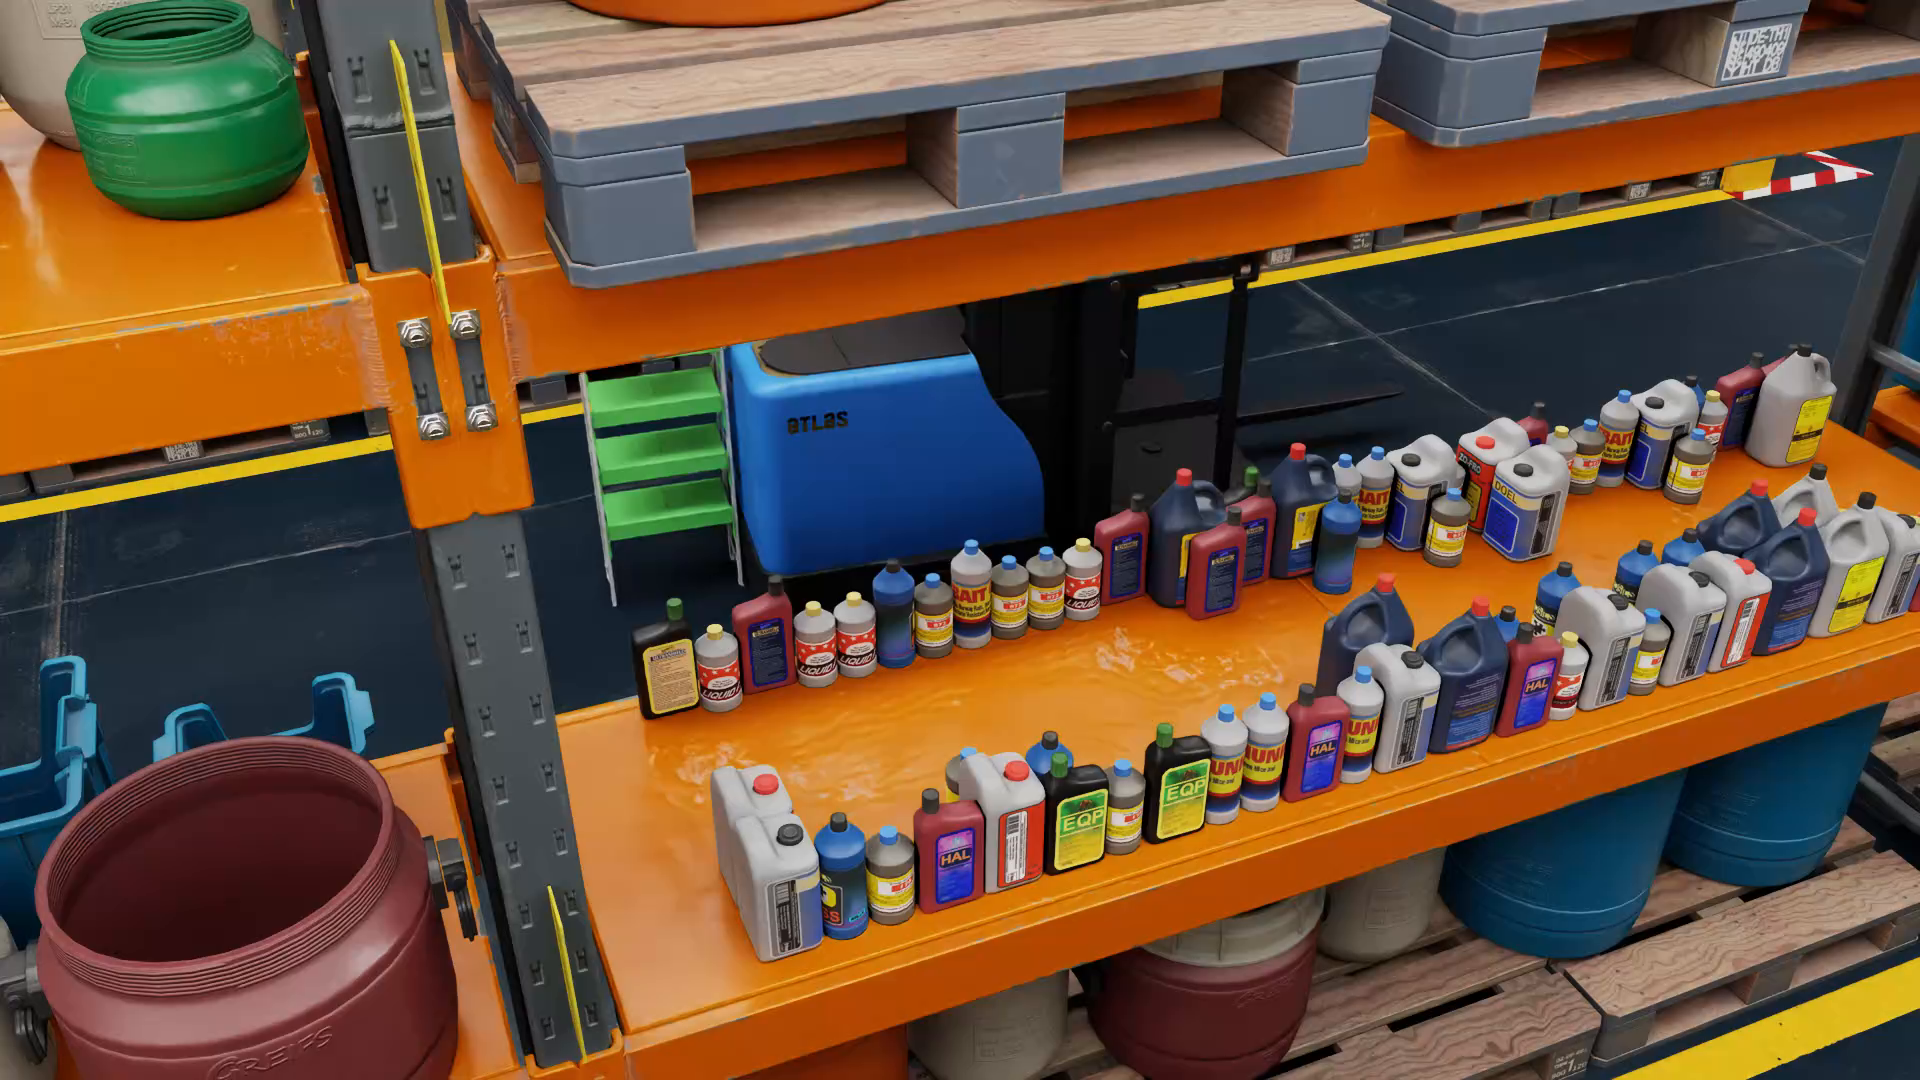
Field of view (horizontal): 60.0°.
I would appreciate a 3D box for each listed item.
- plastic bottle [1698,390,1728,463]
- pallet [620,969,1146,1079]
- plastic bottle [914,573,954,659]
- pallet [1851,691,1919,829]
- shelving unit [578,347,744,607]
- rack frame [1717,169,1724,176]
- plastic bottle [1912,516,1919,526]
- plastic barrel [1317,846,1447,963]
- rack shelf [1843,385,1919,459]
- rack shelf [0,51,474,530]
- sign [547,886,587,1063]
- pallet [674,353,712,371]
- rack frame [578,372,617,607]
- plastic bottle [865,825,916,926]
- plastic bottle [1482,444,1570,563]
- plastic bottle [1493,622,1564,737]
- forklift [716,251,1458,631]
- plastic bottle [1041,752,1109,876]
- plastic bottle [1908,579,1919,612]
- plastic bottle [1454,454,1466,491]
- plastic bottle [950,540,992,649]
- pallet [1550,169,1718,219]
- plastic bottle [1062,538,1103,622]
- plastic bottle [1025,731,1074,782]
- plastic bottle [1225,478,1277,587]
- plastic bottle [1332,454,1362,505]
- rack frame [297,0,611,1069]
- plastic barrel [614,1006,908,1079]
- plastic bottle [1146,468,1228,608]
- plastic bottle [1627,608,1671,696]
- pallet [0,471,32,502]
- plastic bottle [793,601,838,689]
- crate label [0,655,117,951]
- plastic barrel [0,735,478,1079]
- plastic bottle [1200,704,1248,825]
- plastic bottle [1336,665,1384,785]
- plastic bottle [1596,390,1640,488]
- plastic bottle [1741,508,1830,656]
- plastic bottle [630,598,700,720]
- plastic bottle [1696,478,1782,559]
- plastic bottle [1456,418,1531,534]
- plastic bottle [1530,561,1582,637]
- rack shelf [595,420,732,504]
[{"bbox_3d":[2.096,-0.324,4.679,0.097,0.201,0.097,0,33,0],"label":"plastic bottle"},{"bbox_3d":[-0.156,1.494,4.260,1.213,0.211,1.003,-13,35,-19],"label":"pallet"},{"bbox_3d":[-0.063,0.171,3.919,0.097,0.201,0.097,0,33,0],"label":"plastic bottle"},{"bbox_3d":[3.484,0.663,5.538,1.213,0.211,1.003,-13,35,-19],"label":"pallet"},{"bbox_3d":[-1.118,-0.348,6.185,0.503,1.200,0.258,-9,34,-14],"label":"shelving unit"},{"bbox_3d":[4.595,-3.668,9.636,0.127,3.000,1.000,-13,35,-19],"label":"rack frame"},{"bbox_3d":[2.340,0.033,4.130,0.097,0.201,0.097,0,33,0],"label":"plastic bottle"},{"bbox_3d":[1.105,0.865,4.566,0.421,0.512,0.421,0,33,0],"label":"plastic barrel"},{"bbox_3d":[4.665,-0.452,5.354,4.000,0.370,1.077,-13,35,-19],"label":"rack shelf"},{"bbox_3d":[-2.711,-0.020,1.940,4.000,0.370,1.077,-13,35,-19],"label":"rack shelf"},{"bbox_3d":[-0.647,0.720,2.744,0.005,0.325,0.100,-13,35,-19],"label":"sign"},{"bbox_3d":[-0.955,-1.204,8.407,1.213,0.211,1.003,-13,35,-19],"label":"pallet"},{"bbox_3d":[-1.352,-0.311,6.127,0.015,1.200,0.240,-9,34,-14],"label":"rack frame"},{"bbox_3d":[-0.135,0.636,3.204,0.097,0.201,0.097,0,33,0],"label":"plastic bottle"},{"bbox_3d":[1.452,-0.101,4.269,0.135,0.276,0.152,-13,35,-19],"label":"plastic bottle"},{"bbox_3d":[1.248,0.296,3.652,0.133,0.283,0.061,-13,35,-19],"label":"plastic bottle"},{"bbox_3d":[0.602,-1.325,6.099,3.031,2.935,1.130,-9,34,-14],"label":"forklift"},{"bbox_3d":[0.225,0.530,3.292,0.133,0.283,0.061,-13,35,-19],"label":"plastic bottle"},{"bbox_3d":[2.388,0.035,4.053,0.133,0.283,0.061,-13,35,-19],"label":"plastic bottle"},{"bbox_3d":[1.276,-0.136,4.391,0.097,0.201,0.097,0,33,0],"label":"plastic bottle"},{"bbox_3d":[0.026,0.121,3.932,0.097,0.271,0.097,0,33,0],"label":"plastic bottle"},{"bbox_3d":[3.791,-2.314,10.113,1.213,0.211,1.003,-13,35,-19],"label":"pallet"},{"bbox_3d":[0.296,0.089,4.046,0.097,0.201,0.097,0,33,0],"label":"plastic bottle"},{"bbox_3d":[0.178,0.499,3.350,0.097,0.271,0.097,0,33,0],"label":"plastic bottle"},{"bbox_3d":[0.712,-0.016,4.131,0.133,0.283,0.061,-13,35,-19],"label":"plastic bottle"},{"bbox_3d":[0.972,-0.096,4.265,0.097,0.271,0.097,0,33,0],"label":"plastic bottle"},{"bbox_3d":[-0.867,0.513,3.211,0.127,3.000,1.000,-13,35,-19],"label":"rack frame"},{"bbox_3d":[-0.422,1.135,3.860,0.708,0.830,0.600,-13,35,-19],"label":"plastic barrel"},{"bbox_3d":[0.558,-0.020,4.076,0.185,0.351,0.144,-13,35,-19],"label":"plastic bottle"},{"bbox_3d":[1.561,0.248,3.801,0.097,0.201,0.097,0,33,0],"label":"plastic bottle"},{"bbox_3d":[-4.678,-0.400,7.171,1.213,0.211,1.003,-13,35,-19],"label":"pallet"},{"bbox_3d":[-0.333,0.232,3.824,0.097,0.201,0.097,0,33,0],"label":"plastic bottle"},{"bbox_3d":[-1.887,0.572,3.088,0.616,0.435,0.502,-13,35,-19],"label":"crate label"},{"bbox_3d":[-1.177,0.706,2.789,0.708,0.536,0.600,-13,35,-19],"label":"plastic barrel"},{"bbox_3d":[0.537,0.453,3.422,0.097,0.271,0.097,0,33,0],"label":"plastic bottle"},{"bbox_3d":[0.840,0.384,3.528,0.097,0.271,0.097,0,33,0],"label":"plastic bottle"},{"bbox_3d":[1.792,-0.283,4.553,0.097,0.271,0.097,0,33,0],"label":"plastic bottle"},{"bbox_3d":[1.930,0.087,3.911,0.185,0.351,0.144,-13,35,-19],"label":"plastic bottle"},{"bbox_3d":[-0.659,0.262,3.704,0.133,0.283,0.061,-13,35,-19],"label":"plastic bottle"},{"bbox_3d":[1.874,0.014,4.023,0.185,0.351,0.144,-13,35,-19],"label":"plastic bottle"},{"bbox_3d":[1.393,-0.178,4.387,0.135,0.276,0.152,-13,35,-19],"label":"plastic bottle"},{"bbox_3d":[1.378,0.170,3.856,0.097,0.271,0.097,0,33,0],"label":"plastic bottle"},{"bbox_3d":[-1.118,-0.295,6.220,0.480,0.148,0.258,-9,34,-14],"label":"rack shelf"}]
